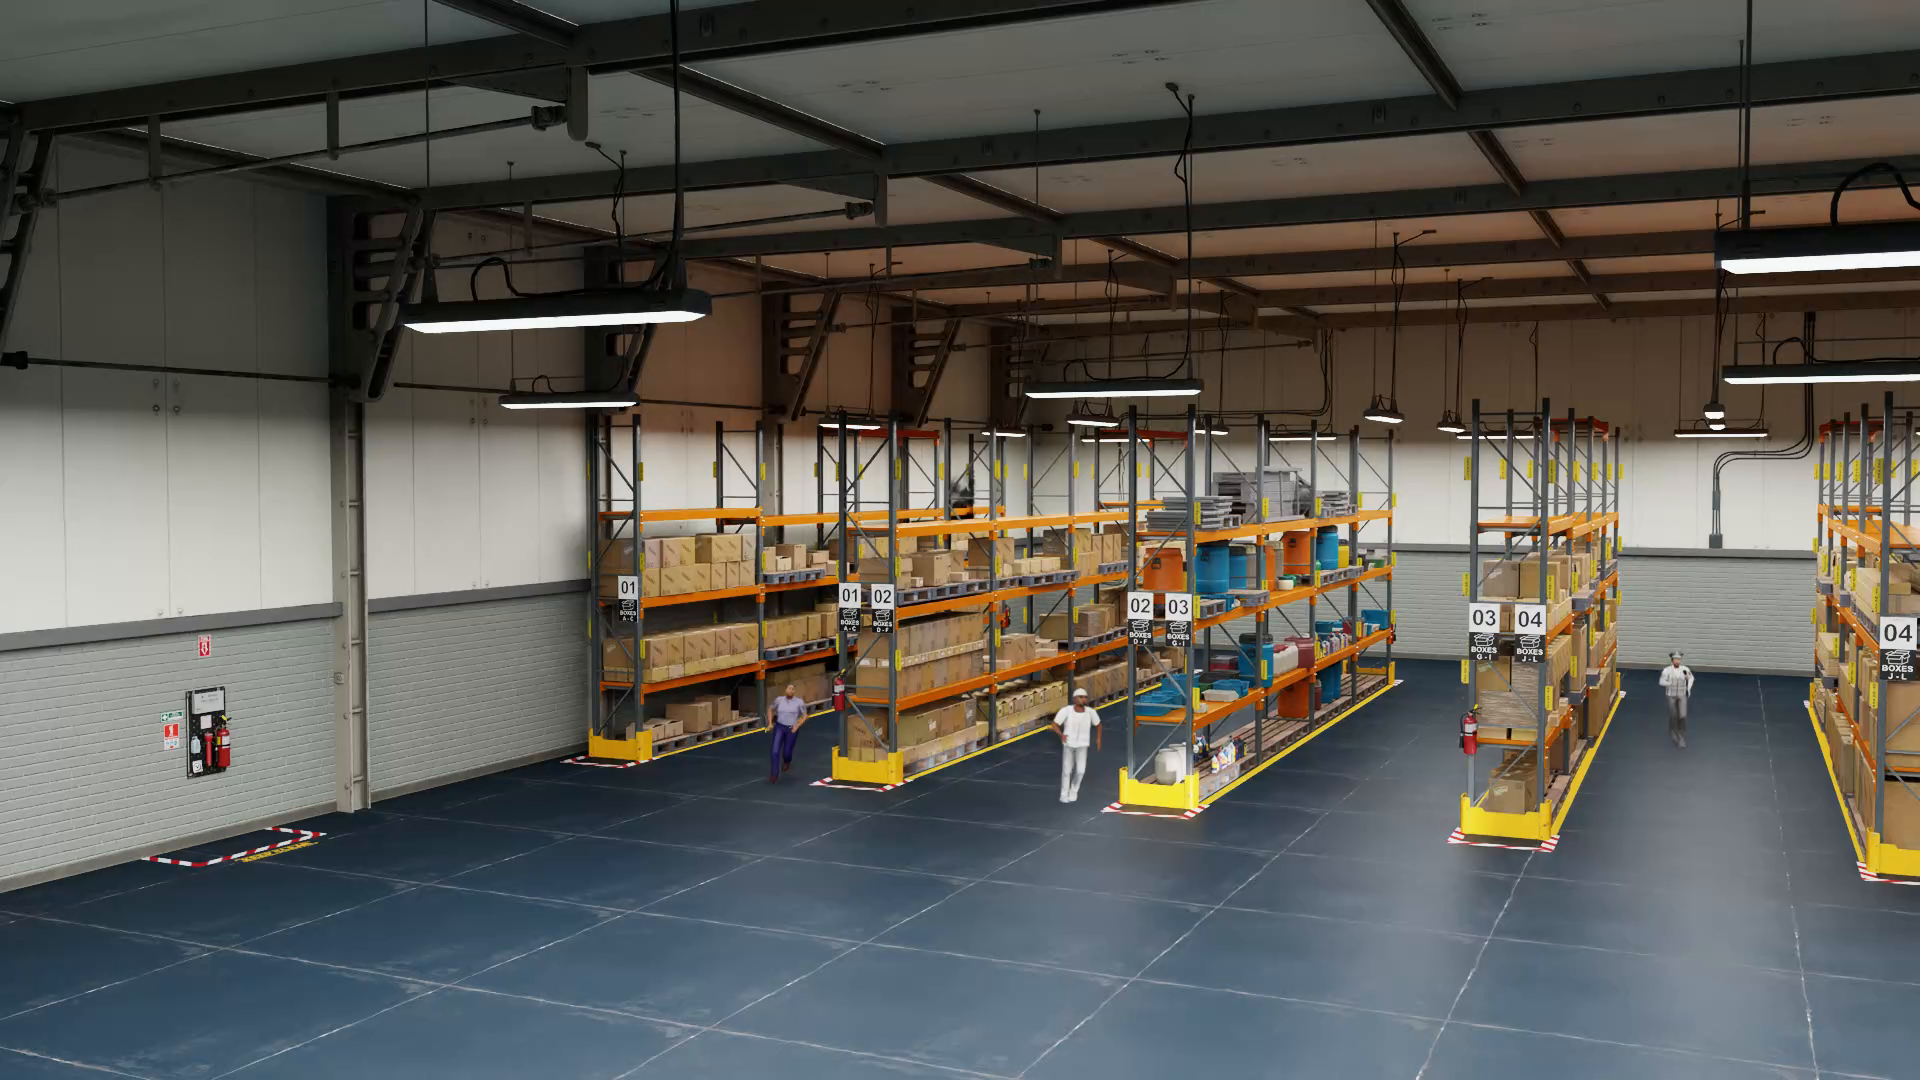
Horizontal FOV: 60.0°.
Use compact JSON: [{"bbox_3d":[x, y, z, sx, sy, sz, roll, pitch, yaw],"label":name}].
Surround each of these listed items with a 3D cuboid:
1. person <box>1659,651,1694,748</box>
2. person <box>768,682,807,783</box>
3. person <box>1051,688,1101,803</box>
[{"bbox_3d":[13.131,2.905,30.478,0.598,1.753,0.777,1,3,21],"label":"person"},{"bbox_3d":[-2.808,3.109,27.046,0.650,1.607,0.672,0,2,3],"label":"person"},{"bbox_3d":[1.770,3.102,25.066,0.779,1.723,0.564,0,2,-3],"label":"person"}]
